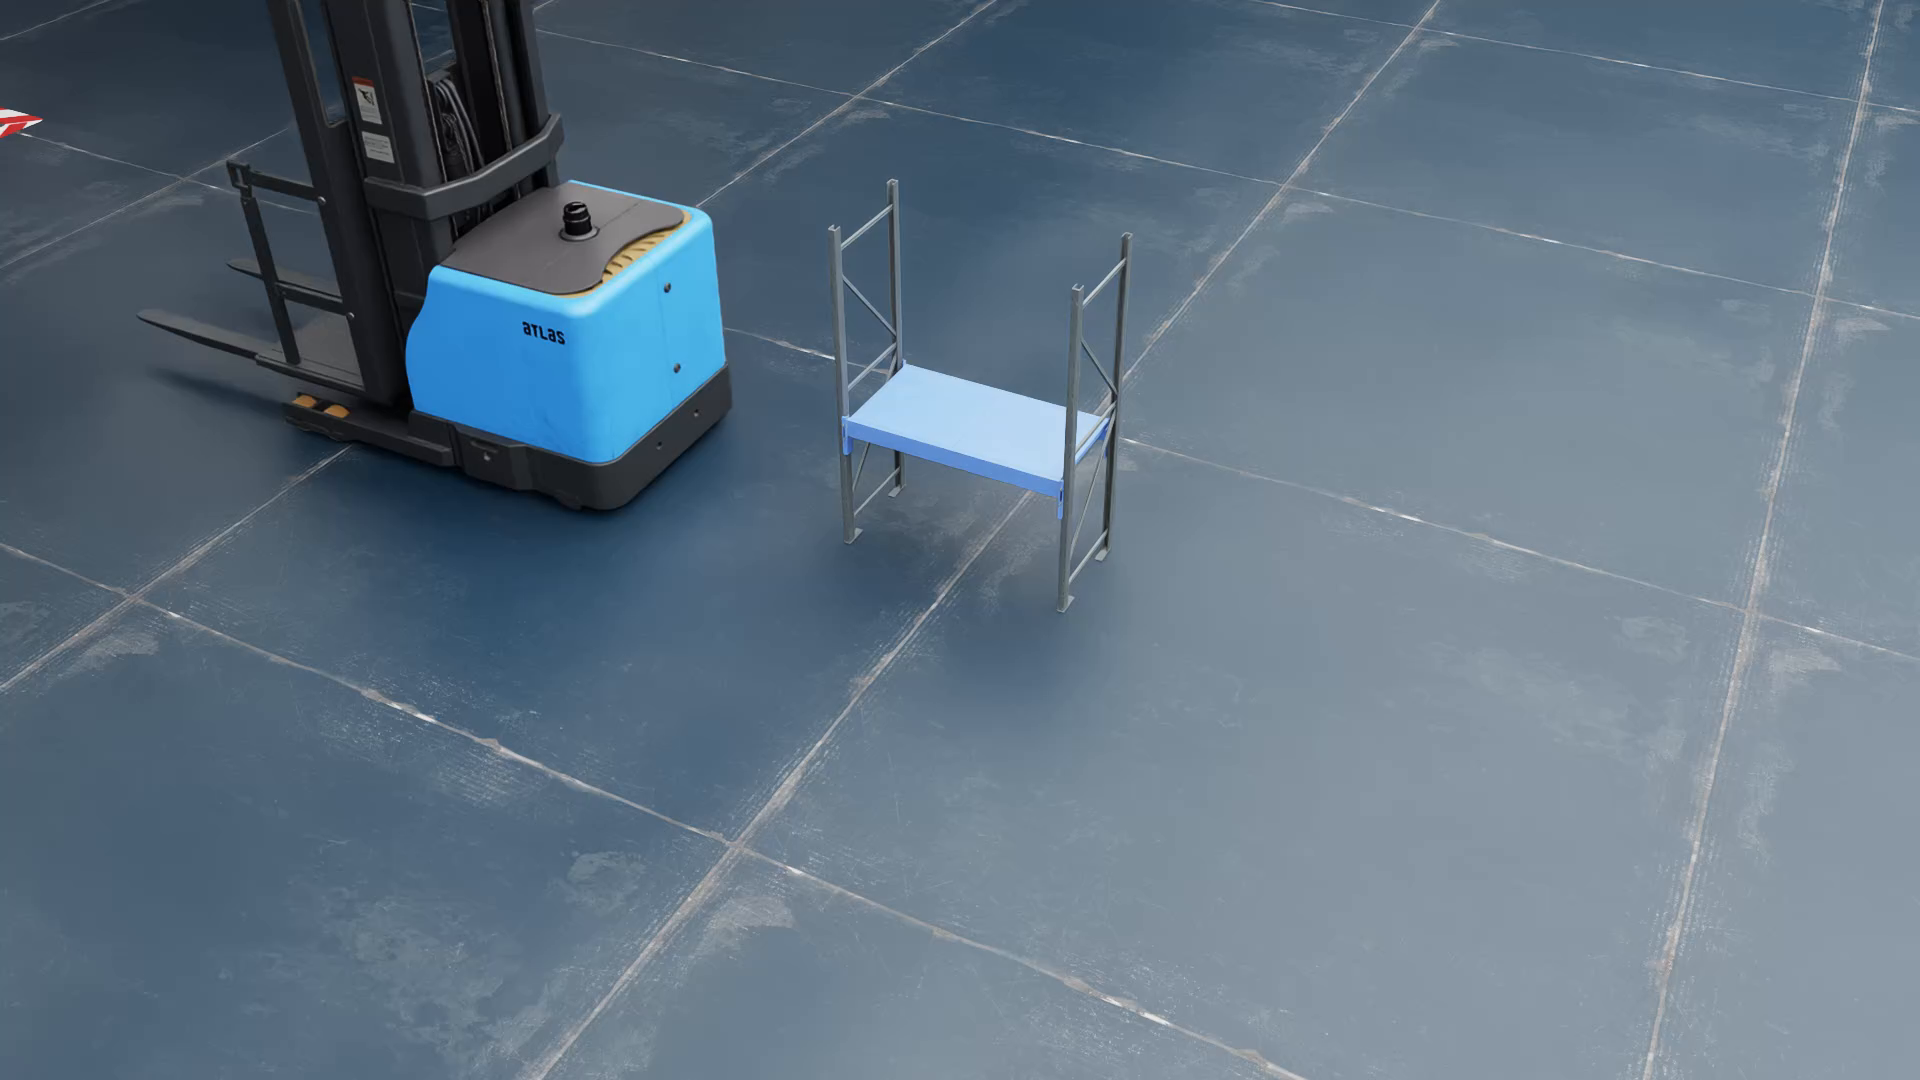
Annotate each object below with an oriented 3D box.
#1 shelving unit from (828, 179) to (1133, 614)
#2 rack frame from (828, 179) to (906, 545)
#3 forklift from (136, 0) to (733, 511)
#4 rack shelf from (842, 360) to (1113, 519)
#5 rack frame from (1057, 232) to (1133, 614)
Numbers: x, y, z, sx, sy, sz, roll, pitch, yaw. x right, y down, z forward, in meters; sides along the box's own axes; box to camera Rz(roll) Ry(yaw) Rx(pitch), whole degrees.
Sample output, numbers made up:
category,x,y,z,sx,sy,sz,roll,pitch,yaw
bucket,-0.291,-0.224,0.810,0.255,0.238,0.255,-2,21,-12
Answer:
category,x,y,z,sx,sy,sz,roll,pitch,yaw
shelving unit,0.076,-0.574,6.765,1.048,1.500,0.538,17,41,21
rack frame,-0.376,-0.715,6.952,0.032,1.500,0.500,17,41,21
forklift,-2.646,-1.906,7.336,3.031,2.935,1.130,16,40,20
rack shelf,0.076,-0.430,6.874,1.000,0.185,0.538,17,41,21
rack frame,0.527,-0.432,6.579,0.032,1.500,0.500,17,41,21
